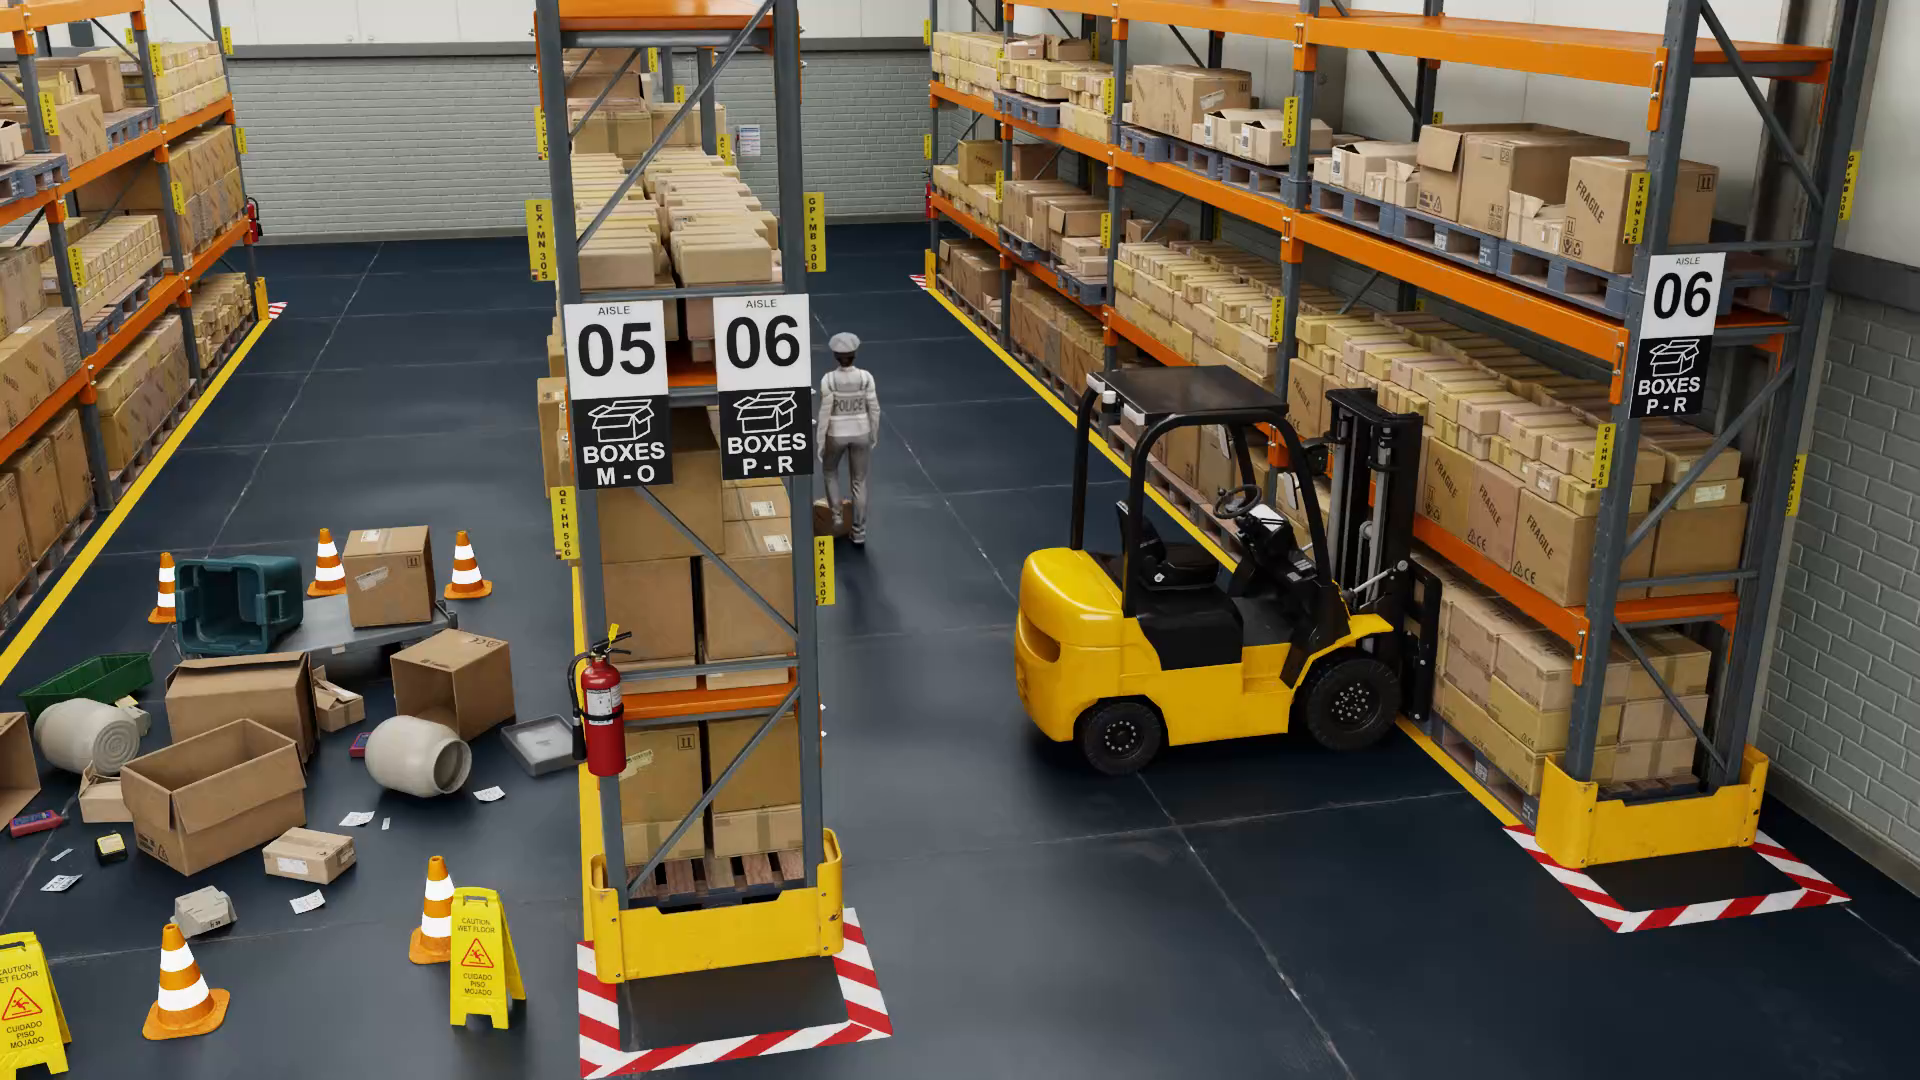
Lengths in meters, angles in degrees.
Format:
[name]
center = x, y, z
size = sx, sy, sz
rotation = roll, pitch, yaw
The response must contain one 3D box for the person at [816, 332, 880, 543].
[person]
center = -0.890, -0.792, 13.265
size = 0.521, 1.746, 0.549
rotation = -3, 20, -8
